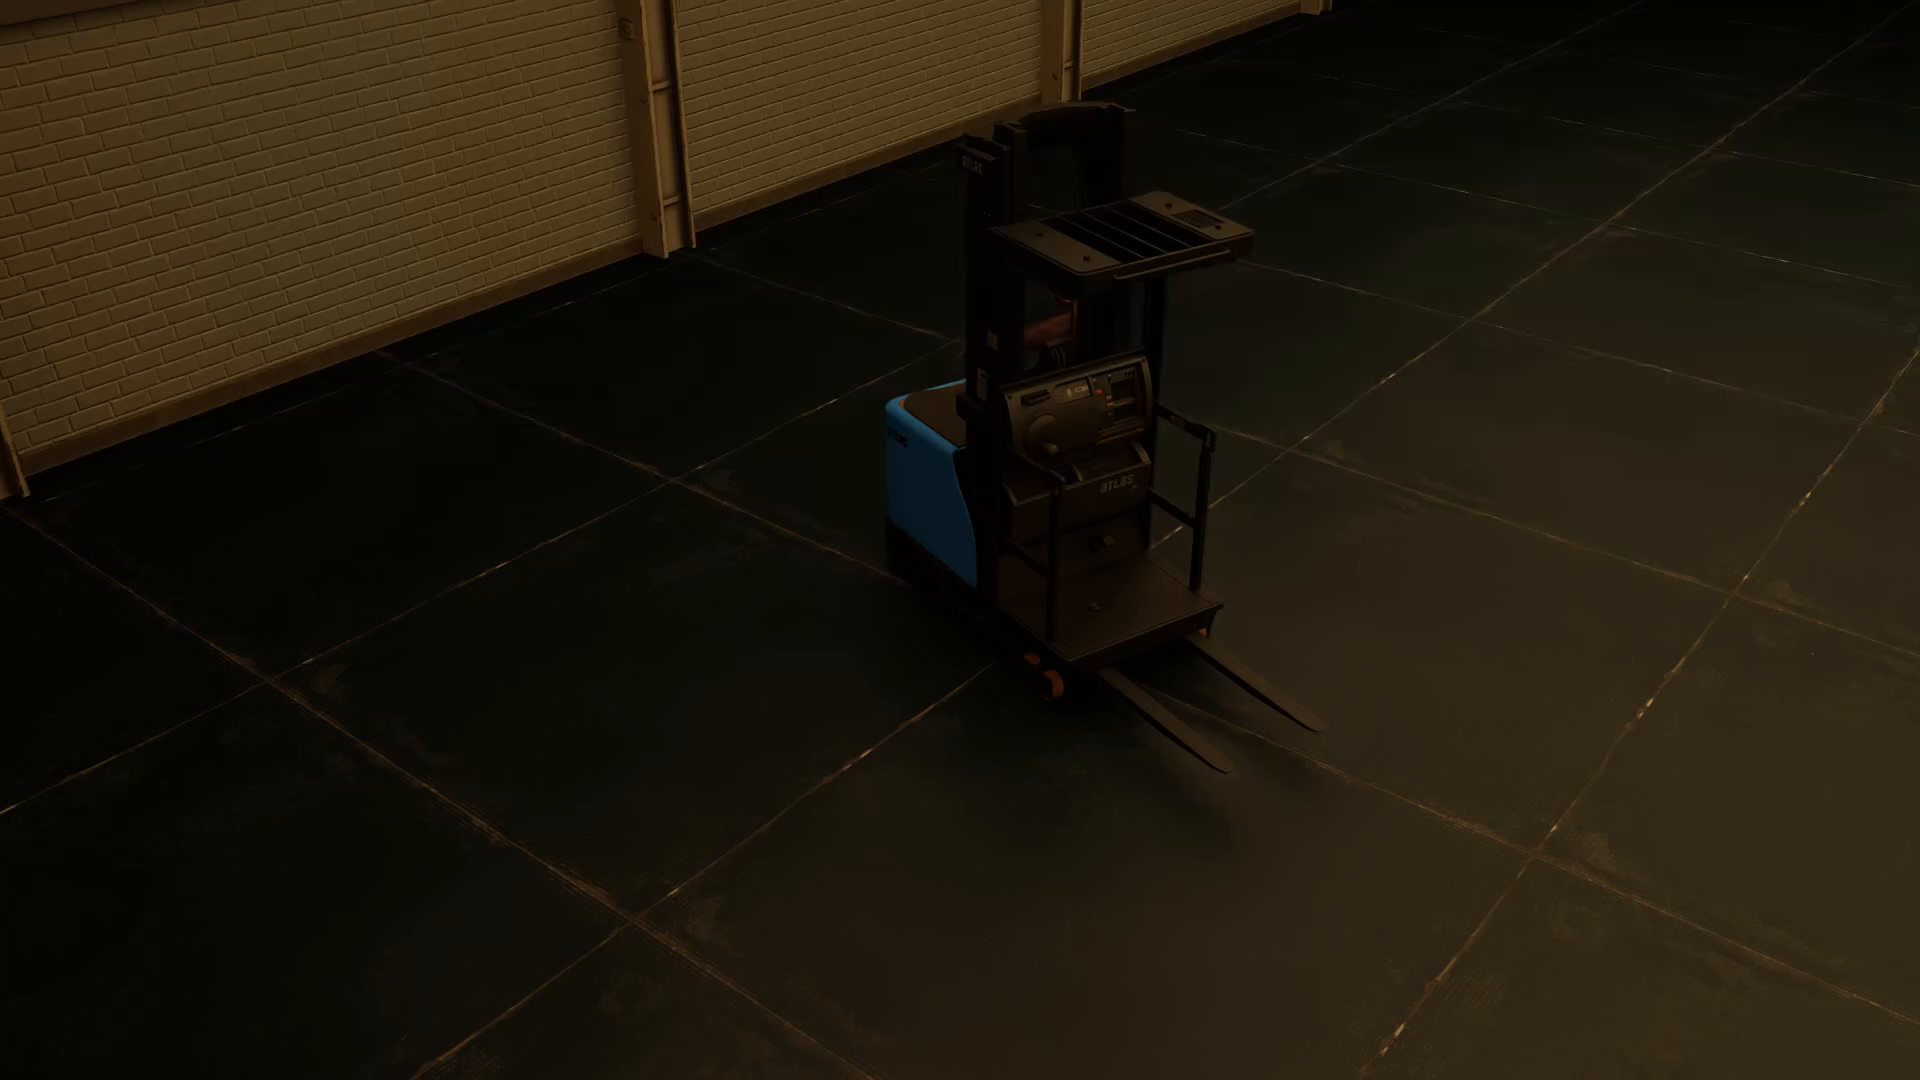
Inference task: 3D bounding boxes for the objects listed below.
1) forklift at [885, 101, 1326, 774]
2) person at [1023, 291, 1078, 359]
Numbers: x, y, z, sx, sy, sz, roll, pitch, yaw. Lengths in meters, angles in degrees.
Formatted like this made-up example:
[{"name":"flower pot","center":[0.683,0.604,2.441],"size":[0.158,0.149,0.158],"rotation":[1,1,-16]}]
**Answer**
[{"name":"forklift","center":[0.759,-0.669,8.740],"size":[1.130,2.935,3.031],"rotation":[-18,35,-28]},{"name":"person","center":[0.636,-1.152,11.024],"size":[0.958,1.477,1.049],"rotation":[15,33,24]}]
